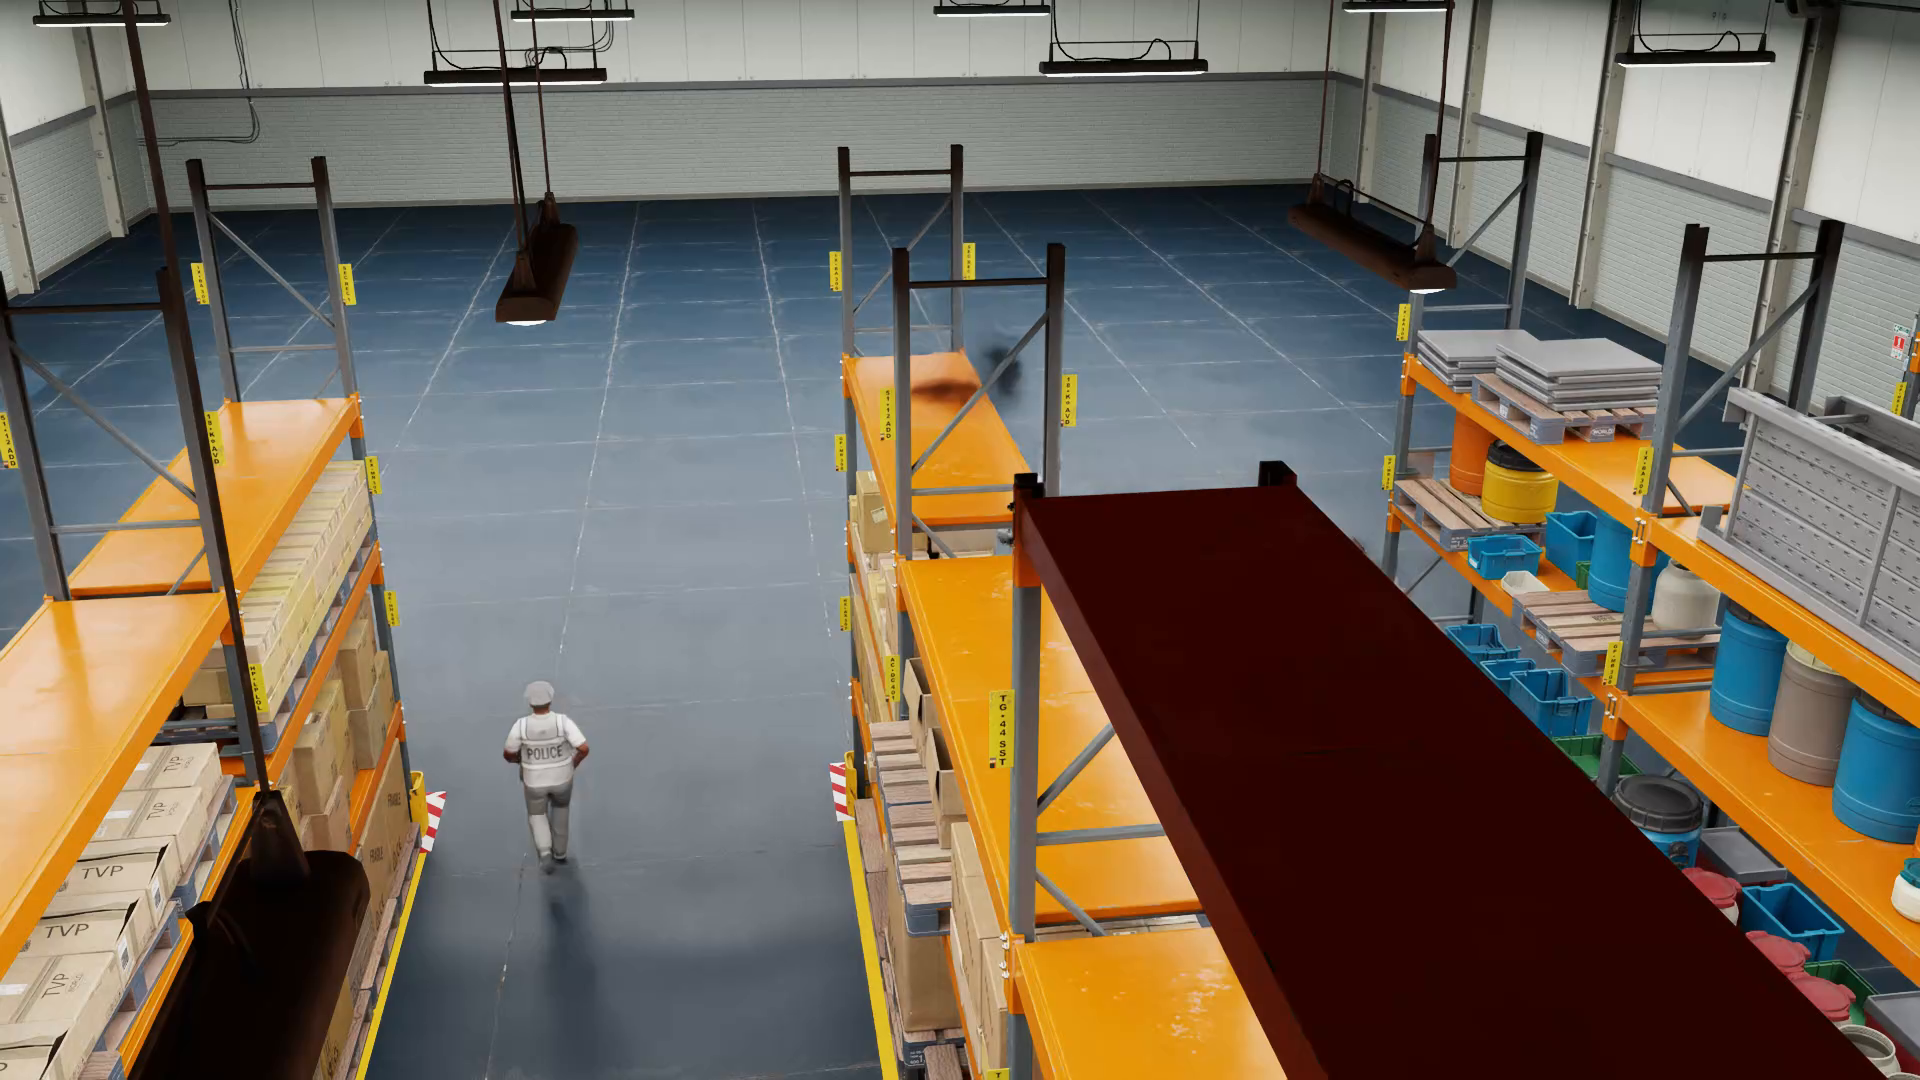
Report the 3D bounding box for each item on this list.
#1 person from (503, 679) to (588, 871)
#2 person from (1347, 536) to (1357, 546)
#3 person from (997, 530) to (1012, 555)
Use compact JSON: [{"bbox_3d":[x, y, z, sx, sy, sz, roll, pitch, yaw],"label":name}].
[{"bbox_3d":[-3.517,2.005,14.195,0.695,1.736,0.772,-6,22,-15],"label":"person"},{"bbox_3d":[3.975,0.754,17.437,0.816,1.710,0.570,14,26,32],"label":"person"},{"bbox_3d":[0.353,-0.409,20.406,0.823,1.667,0.618,4,22,11],"label":"person"}]
